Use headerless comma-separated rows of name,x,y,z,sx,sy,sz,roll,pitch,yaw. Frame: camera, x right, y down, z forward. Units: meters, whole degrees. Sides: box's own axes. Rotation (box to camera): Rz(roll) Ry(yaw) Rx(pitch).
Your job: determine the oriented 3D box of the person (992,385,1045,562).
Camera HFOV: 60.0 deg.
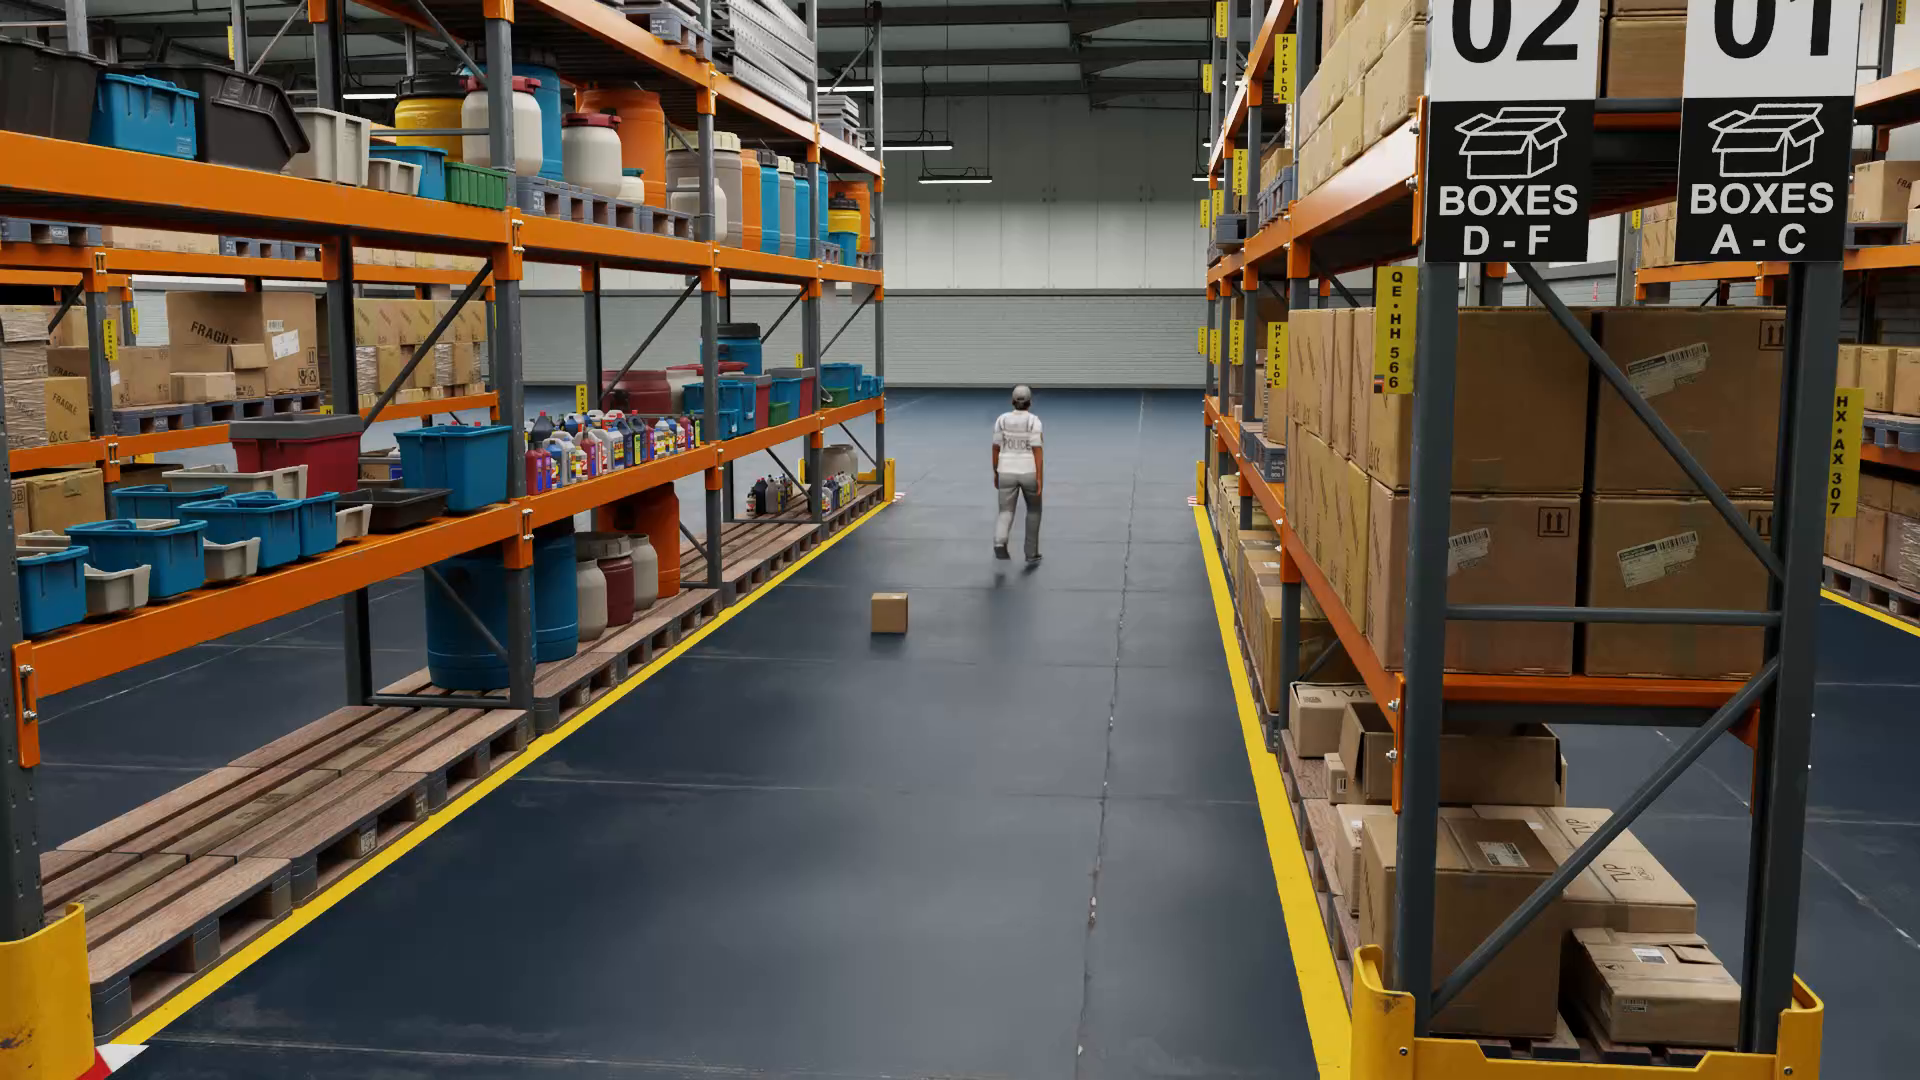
person,0.519,-0.587,15.083,0.490,1.625,0.890,2,8,14
